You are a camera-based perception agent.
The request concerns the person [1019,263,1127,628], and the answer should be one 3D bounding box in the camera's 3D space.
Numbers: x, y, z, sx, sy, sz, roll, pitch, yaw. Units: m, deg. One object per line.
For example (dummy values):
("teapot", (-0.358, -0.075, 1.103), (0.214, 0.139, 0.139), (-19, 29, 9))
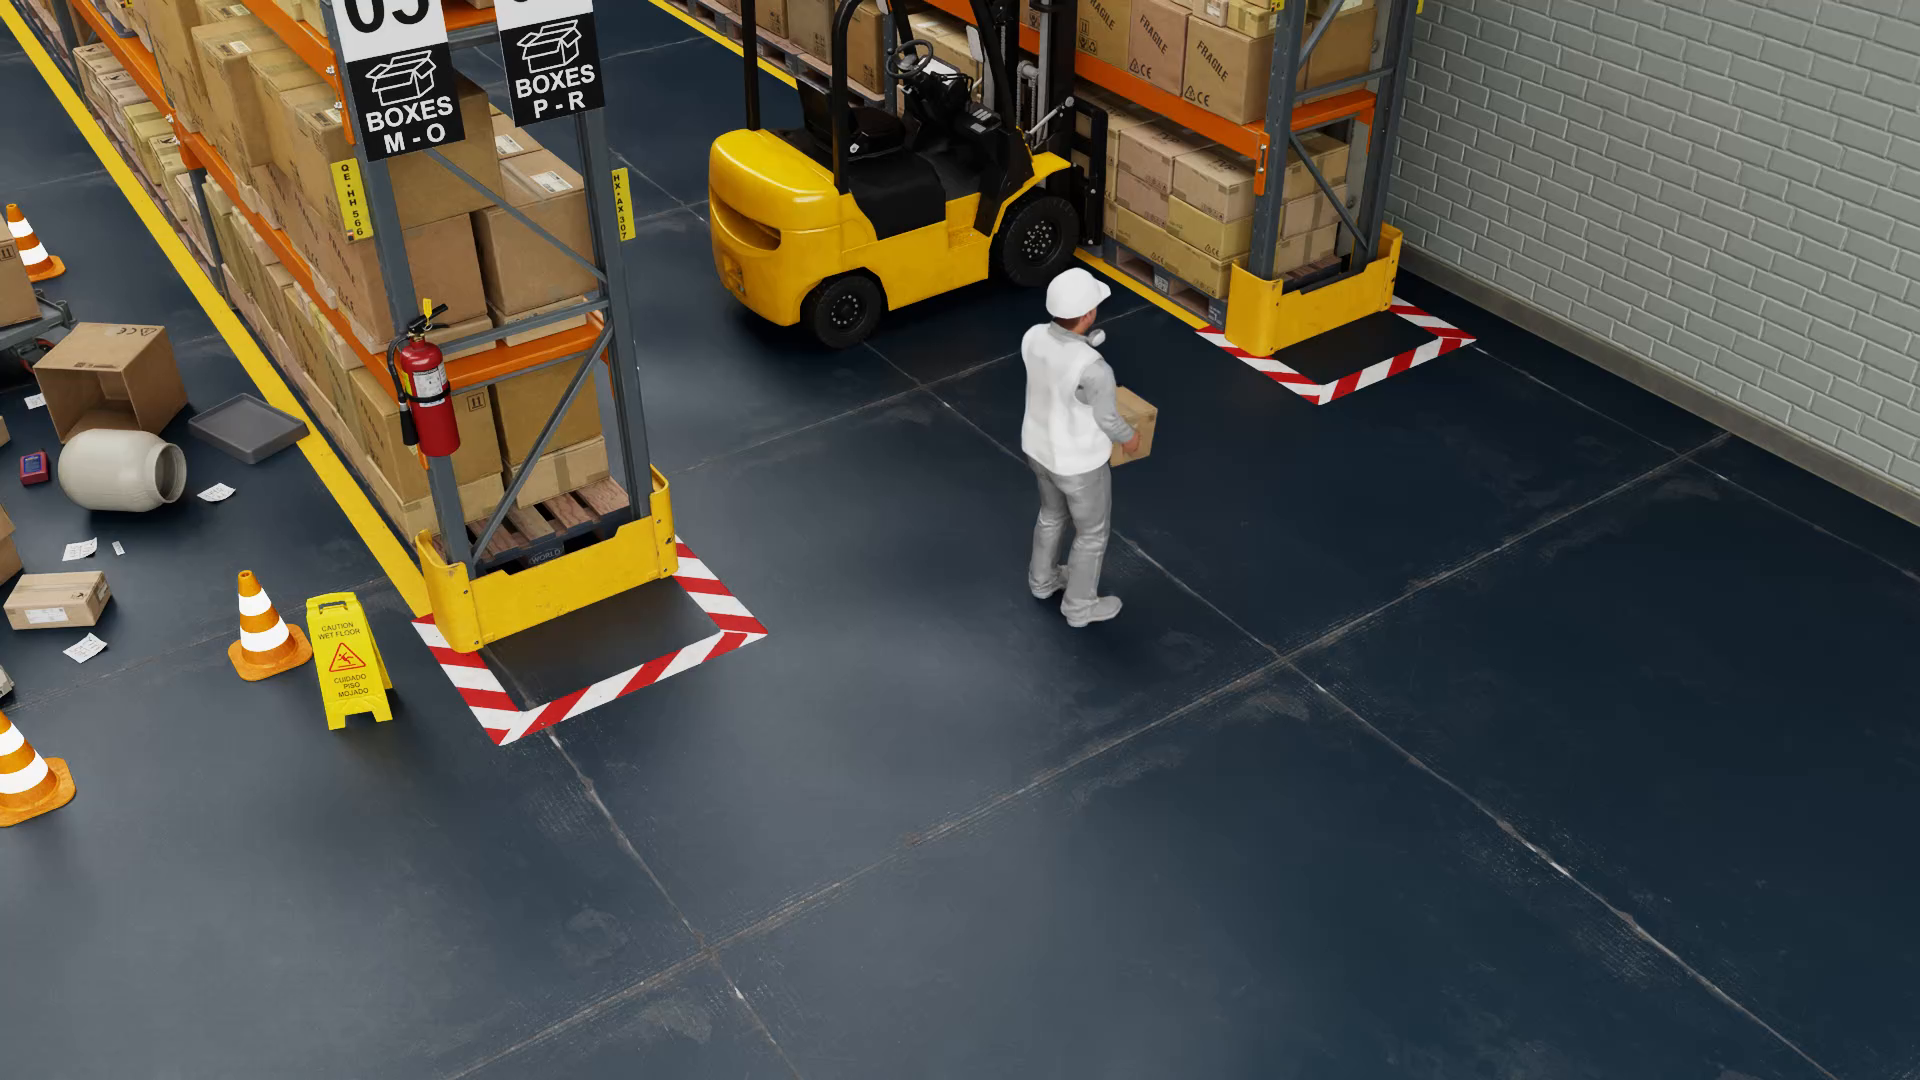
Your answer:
("person", (0.505, -0.422, 7.558), (0.453, 1.772, 0.569), (-24, 42, -29))
